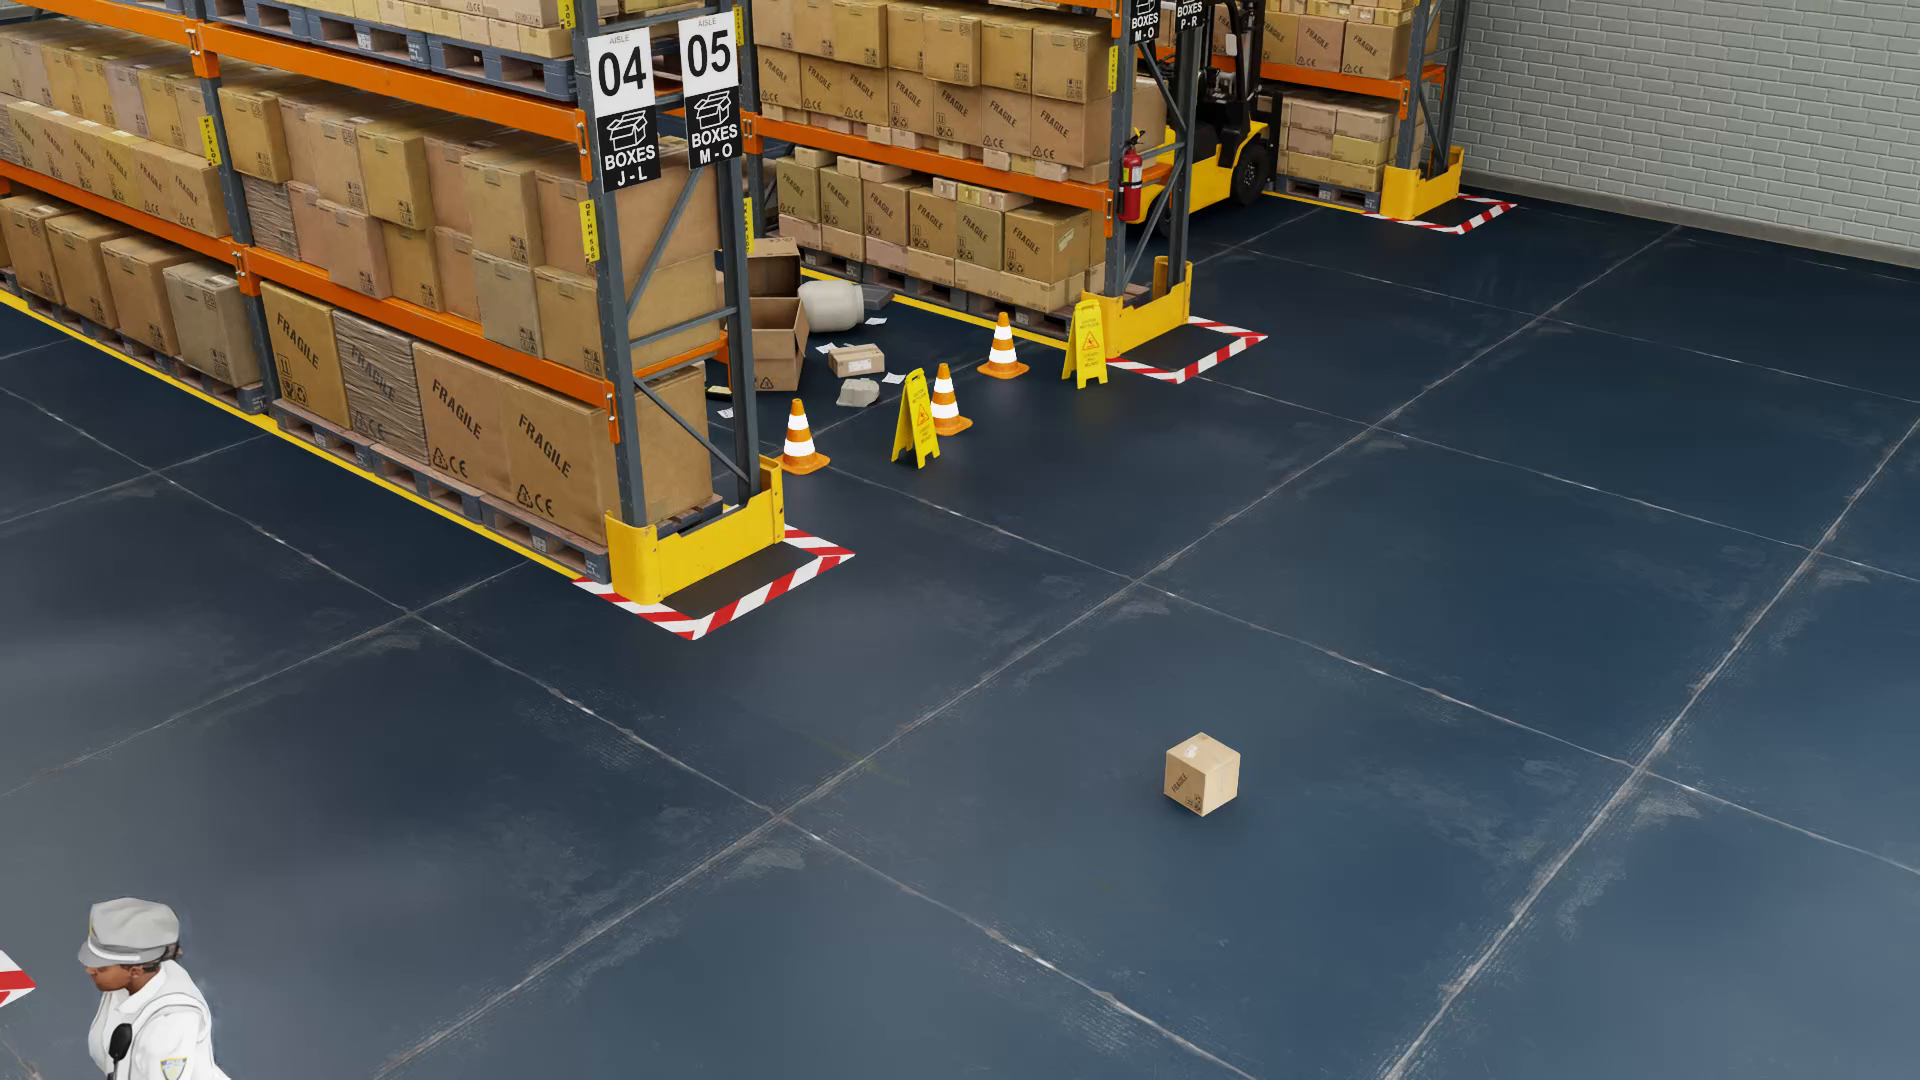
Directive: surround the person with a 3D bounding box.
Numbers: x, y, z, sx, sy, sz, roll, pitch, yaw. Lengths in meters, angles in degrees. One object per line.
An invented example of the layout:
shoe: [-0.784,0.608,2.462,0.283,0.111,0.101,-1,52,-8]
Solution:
person: [-2.454,1.803,5.099,0.953,1.633,0.455,-24,36,-38]
